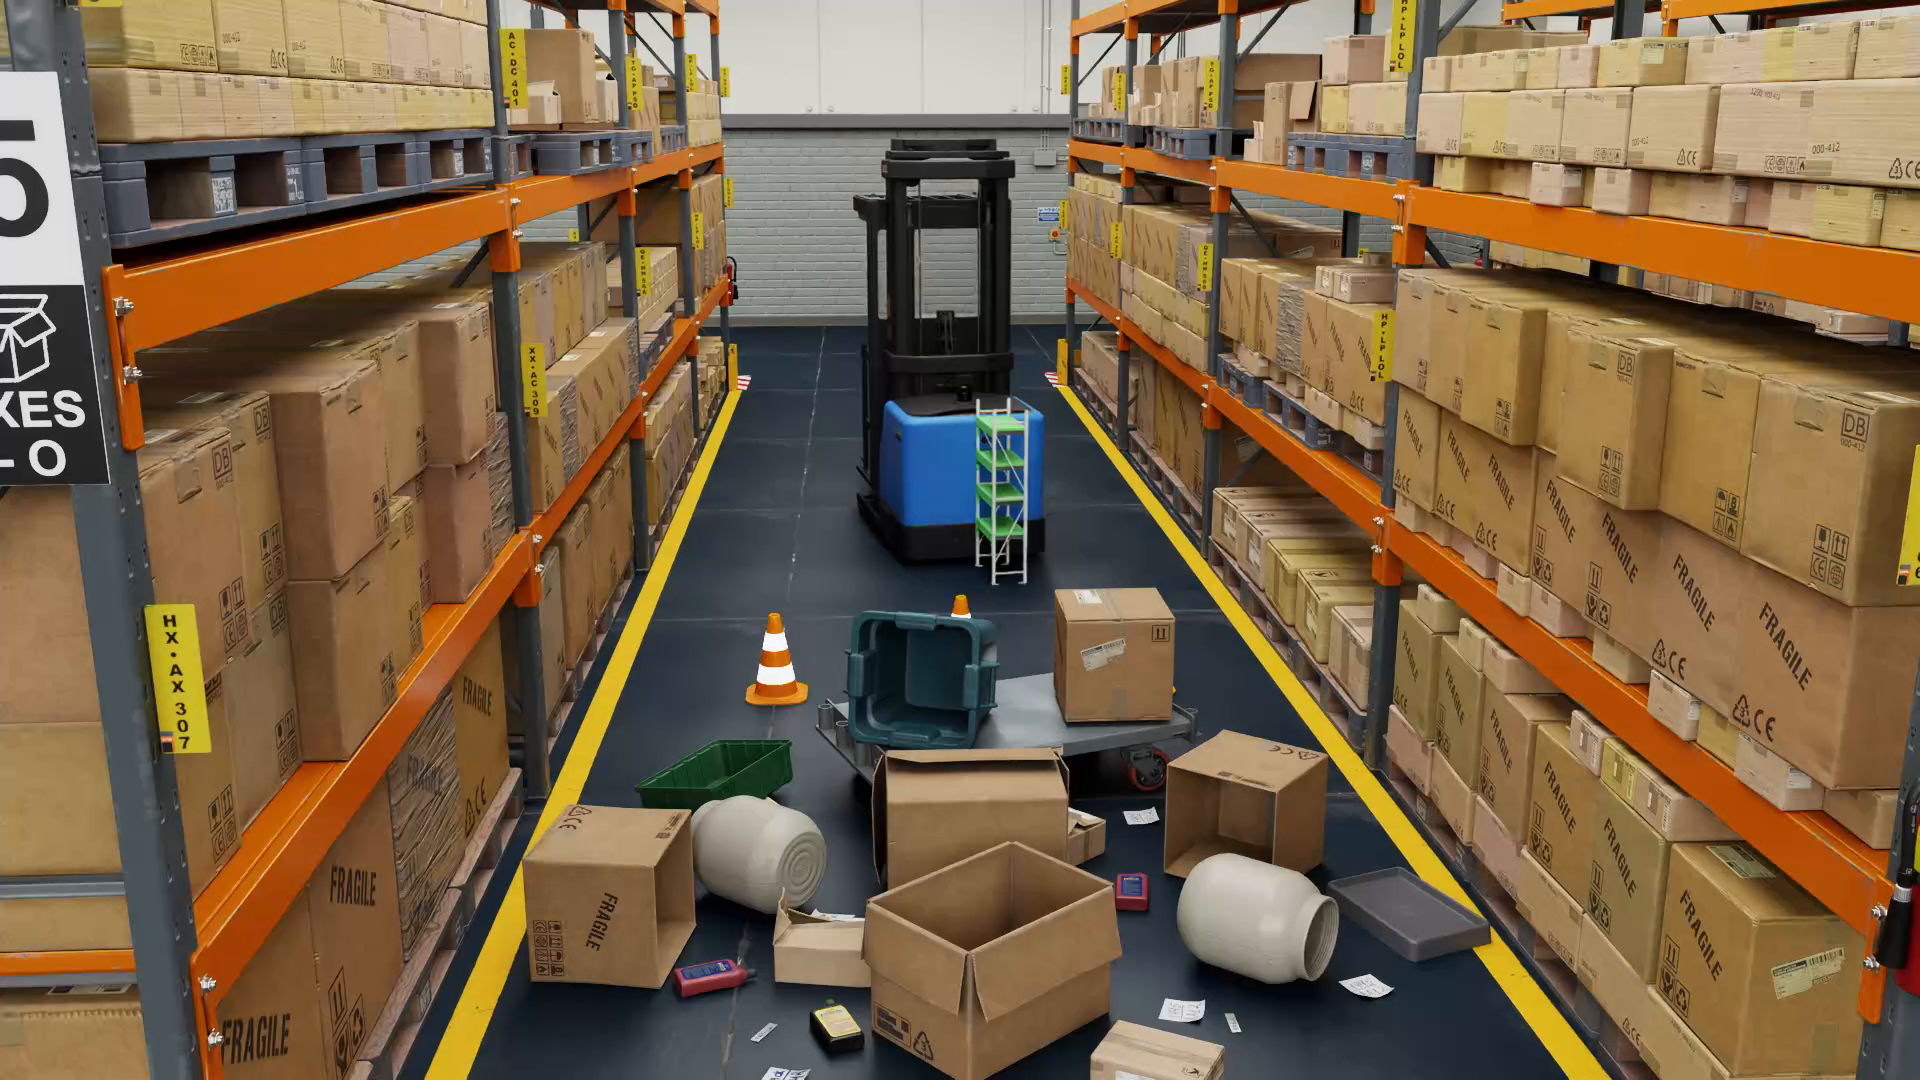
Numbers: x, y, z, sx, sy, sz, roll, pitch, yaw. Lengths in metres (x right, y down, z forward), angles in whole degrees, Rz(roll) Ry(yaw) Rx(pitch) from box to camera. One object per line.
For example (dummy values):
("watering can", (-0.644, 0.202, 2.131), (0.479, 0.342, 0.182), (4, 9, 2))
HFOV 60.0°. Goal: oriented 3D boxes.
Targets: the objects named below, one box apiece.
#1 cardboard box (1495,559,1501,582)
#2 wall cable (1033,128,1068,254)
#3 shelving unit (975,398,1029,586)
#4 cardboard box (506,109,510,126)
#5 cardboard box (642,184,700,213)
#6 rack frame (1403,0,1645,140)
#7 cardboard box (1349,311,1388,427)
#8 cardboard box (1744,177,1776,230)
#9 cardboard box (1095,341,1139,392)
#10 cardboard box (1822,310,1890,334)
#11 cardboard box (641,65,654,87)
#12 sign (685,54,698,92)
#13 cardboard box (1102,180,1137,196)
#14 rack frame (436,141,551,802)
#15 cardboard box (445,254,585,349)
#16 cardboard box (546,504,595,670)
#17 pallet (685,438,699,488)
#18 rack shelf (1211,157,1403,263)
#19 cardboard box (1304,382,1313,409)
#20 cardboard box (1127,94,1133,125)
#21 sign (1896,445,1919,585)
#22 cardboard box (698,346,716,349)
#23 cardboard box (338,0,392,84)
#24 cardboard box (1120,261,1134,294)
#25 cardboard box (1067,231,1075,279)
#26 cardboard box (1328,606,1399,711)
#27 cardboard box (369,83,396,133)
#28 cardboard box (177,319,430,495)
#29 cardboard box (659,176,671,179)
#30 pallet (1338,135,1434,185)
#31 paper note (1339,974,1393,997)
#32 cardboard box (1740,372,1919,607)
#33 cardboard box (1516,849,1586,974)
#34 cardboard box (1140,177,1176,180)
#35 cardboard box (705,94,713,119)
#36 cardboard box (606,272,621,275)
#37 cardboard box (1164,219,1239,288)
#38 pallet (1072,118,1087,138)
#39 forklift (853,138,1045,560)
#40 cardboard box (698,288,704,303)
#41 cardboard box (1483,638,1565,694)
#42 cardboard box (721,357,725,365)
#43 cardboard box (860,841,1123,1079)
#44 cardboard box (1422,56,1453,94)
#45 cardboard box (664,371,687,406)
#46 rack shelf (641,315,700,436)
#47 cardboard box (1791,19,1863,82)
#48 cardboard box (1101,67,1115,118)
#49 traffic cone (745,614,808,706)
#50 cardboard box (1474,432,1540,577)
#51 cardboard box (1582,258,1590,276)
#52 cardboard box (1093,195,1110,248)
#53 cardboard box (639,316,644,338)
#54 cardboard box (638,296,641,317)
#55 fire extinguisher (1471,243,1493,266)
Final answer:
("cardboard box", (2.340, 0.121, 6.542), (0.380, 0.149, 0.250), (-1, 14, -4))
("wall cable", (1.382, -5.233, 24.745), (0.585, 1.953, 0.123), (-1, 14, -3))
("shelving unit", (0.284, -0.336, 11.425), (0.258, 1.200, 0.503), (-3, 15, -12))
("cardboard box", (-2.224, -2.032, 7.609), (0.258, 0.266, 0.396), (-1, 14, -4))
("cardboard box", (-2.764, -3.149, 15.942), (0.500, 0.500, 0.500), (-1, 14, -5))
("rack frame", (2.498, -3.245, 7.080), (1.000, 3.000, 0.127), (-1, 14, -3))
("cardboard box", (2.241, -0.847, 8.158), (0.500, 0.500, 0.500), (-1, 14, -4))
("cardboard box", (2.465, -0.952, 4.693), (0.380, 0.149, 0.250), (-1, 14, -3))
("cardboard box", (1.961, -1.897, 18.177), (0.875, 0.438, 0.875), (0, 14, -2))
("cardboard box", (6.781, -1.651, 12.586), (0.380, 0.149, 0.250), (-1, 14, -2))
("cardboard box", (-3.018, -3.836, 14.354), (0.700, 0.500, 0.500), (-1, 14, -3))
("sign", (-2.378, -4.131, 14.715), (0.100, 0.325, 0.005), (-1, 14, -3))
("cardboard box", (1.650, -3.567, 16.860), (0.380, 0.149, 0.250), (-1, 14, -5))
("rack frame", (-2.436, -0.238, 7.433), (1.000, 3.000, 0.127), (-1, 14, -3))
("cardboard box", (-2.599, -1.401, 9.743), (0.700, 0.500, 0.500), (-1, 14, -4))
("cardboard box", (-2.620, 0.255, 9.188), (1.050, 0.750, 0.750), (-1, 14, -3))
("pallet", (-2.882, -0.684, 14.761), (1.003, 0.211, 1.213), (-1, 14, -3))
("rack shelf", (2.375, -1.942, 9.476), (1.077, 0.370, 4.000), (-1, 14, -3))
("cardboard box", (2.142, -0.799, 9.274), (0.380, 0.149, 0.250), (-1, 14, -3))
("cardboard box", (1.684, -3.791, 14.646), (0.396, 0.266, 0.258), (-1, 14, -4))
("sign", (2.191, -0.055, 3.763), (0.100, 0.325, 0.005), (-1, 14, -3))
("cardboard box", (-2.840, -2.015, 18.021), (0.380, 0.149, 0.250), (-1, 15, -6))
("cardboard box", (-2.057, -1.520, 5.055), (0.500, 0.250, 0.500), (-1, 14, -4))
("cardboard box", (1.749, -2.385, 15.074), (0.500, 0.250, 0.500), (-1, 14, -5))
("cardboard box", (1.498, -3.249, 18.933), (0.500, 0.500, 0.500), (-1, 14, -4))
("cardboard box", (2.463, 0.599, 8.609), (0.950, 0.372, 0.625), (-1, 14, -3))
("cardboard box", (-1.999, -1.356, 5.217), (0.380, 0.149, 0.250), (-1, 14, -4))
("cardboard box", (-2.401, -0.470, 5.866), (0.875, 0.550, 0.550), (-1, 14, -3))
("cardboard box", (-3.379, -3.658, 17.921), (0.500, 0.500, 0.500), (0, 14, -2))
("pallet", (2.566, -1.857, 8.080), (1.213, 0.211, 1.003), (-1, 14, -3))
("paper note", (1.495, 1.635, 6.110), (0.142, 0.019, 0.148), (-6, 16, -23))
("cardboard box", (2.497, -0.145, 4.268), (0.700, 0.500, 0.500), (-1, 14, -5))
("cardboard box", (2.365, 1.327, 6.023), (0.500, 0.250, 0.500), (-1, 14, -5))
("cardboard box", (2.111, -3.768, 17.644), (0.380, 0.149, 0.250), (-1, 14, -2))
("cardboard box", (-2.835, -4.480, 17.195), (0.500, 0.250, 0.500), (-1, 14, -3))
("cardboard box", (-2.565, -1.915, 12.415), (0.380, 0.149, 0.250), (-1, 15, -6))
("cardboard box", (1.893, -2.243, 13.017), (0.500, 0.500, 0.500), (-1, 14, -3))
("pallet", (1.811, -4.550, 18.347), (1.003, 0.211, 1.213), (-1, 14, -3))
("forklift", (-0.210, -1.602, 12.869), (1.130, 2.935, 3.031), (-3, 15, -12))
("cardboard box", (-2.743, -2.442, 16.501), (0.380, 0.149, 0.250), (-1, 14, -2))
("cardboard box", (2.267, 0.489, 6.476), (0.380, 0.149, 0.250), (0, 14, 0))
("cardboard box", (-2.862, -2.063, 18.805), (0.380, 0.149, 0.250), (-1, 14, -5))
("cardboard box", (0.111, 1.466, 5.818), (0.797, 0.503, 0.637), (-13, 20, -42))
("cardboard box", (2.192, -1.974, 7.062), (0.380, 0.149, 0.250), (-1, 14, -4))
("cardboard box", (-2.614, -1.274, 14.129), (0.500, 0.250, 0.500), (0, 14, -1))
("rack shelf", (-2.808, -1.382, 13.322), (1.077, 0.370, 4.000), (-1, 14, -3))
("cardboard box", (2.419, -1.270, 4.326), (0.380, 0.149, 0.250), (-1, 14, -4))
("cardboard box", (1.730, -4.573, 17.018), (0.500, 0.500, 0.500), (-1, 14, -2))
("traffic cone", (-1.012, 0.633, 9.136), (0.336, 0.463, 0.334), (-1, 14, -3))
("cardboard box", (2.320, -0.169, 6.366), (0.500, 0.500, 0.500), (-1, 14, -4))
("cardboard box", (6.636, -2.726, 16.804), (0.500, 0.250, 0.500), (-1, 14, -3))
("cardboard box", (1.634, -3.228, 16.845), (0.500, 0.500, 0.500), (-1, 14, -3))
("cardboard box", (-2.544, -1.563, 12.243), (0.380, 0.149, 0.250), (0, 14, -1))
("cardboard box", (-2.552, -1.716, 12.240), (0.380, 0.149, 0.250), (-1, 14, -5))
("fire extinguisher", (6.238, -3.213, 19.899), (0.296, 0.674, 0.183), (-1, 14, -3))
